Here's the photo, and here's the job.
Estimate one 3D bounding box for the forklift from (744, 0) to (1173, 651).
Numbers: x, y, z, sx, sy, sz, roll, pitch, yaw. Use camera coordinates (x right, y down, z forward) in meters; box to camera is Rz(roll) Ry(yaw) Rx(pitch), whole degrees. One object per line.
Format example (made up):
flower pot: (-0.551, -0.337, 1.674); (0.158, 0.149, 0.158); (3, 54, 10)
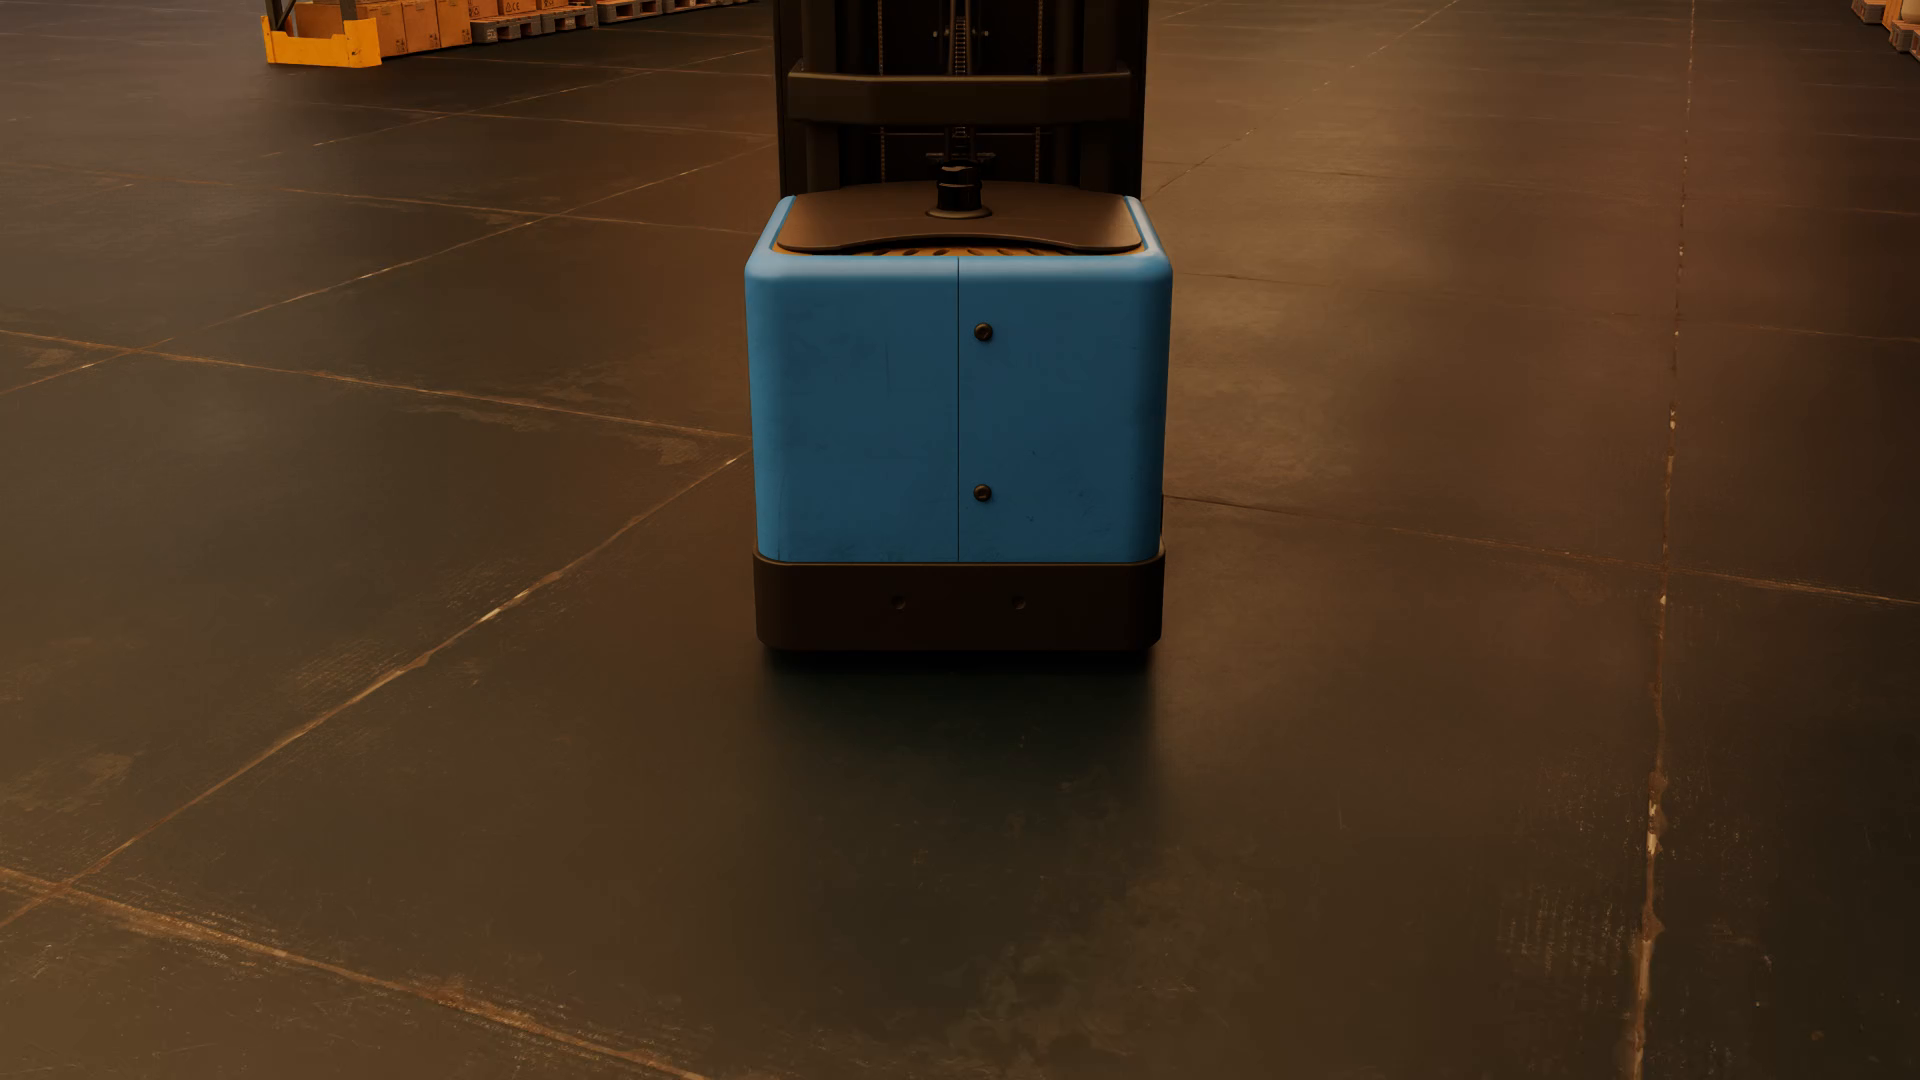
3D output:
forklift: (0.002, -1.587, 5.089); (1.130, 2.935, 3.031); (0, 23, 0)
